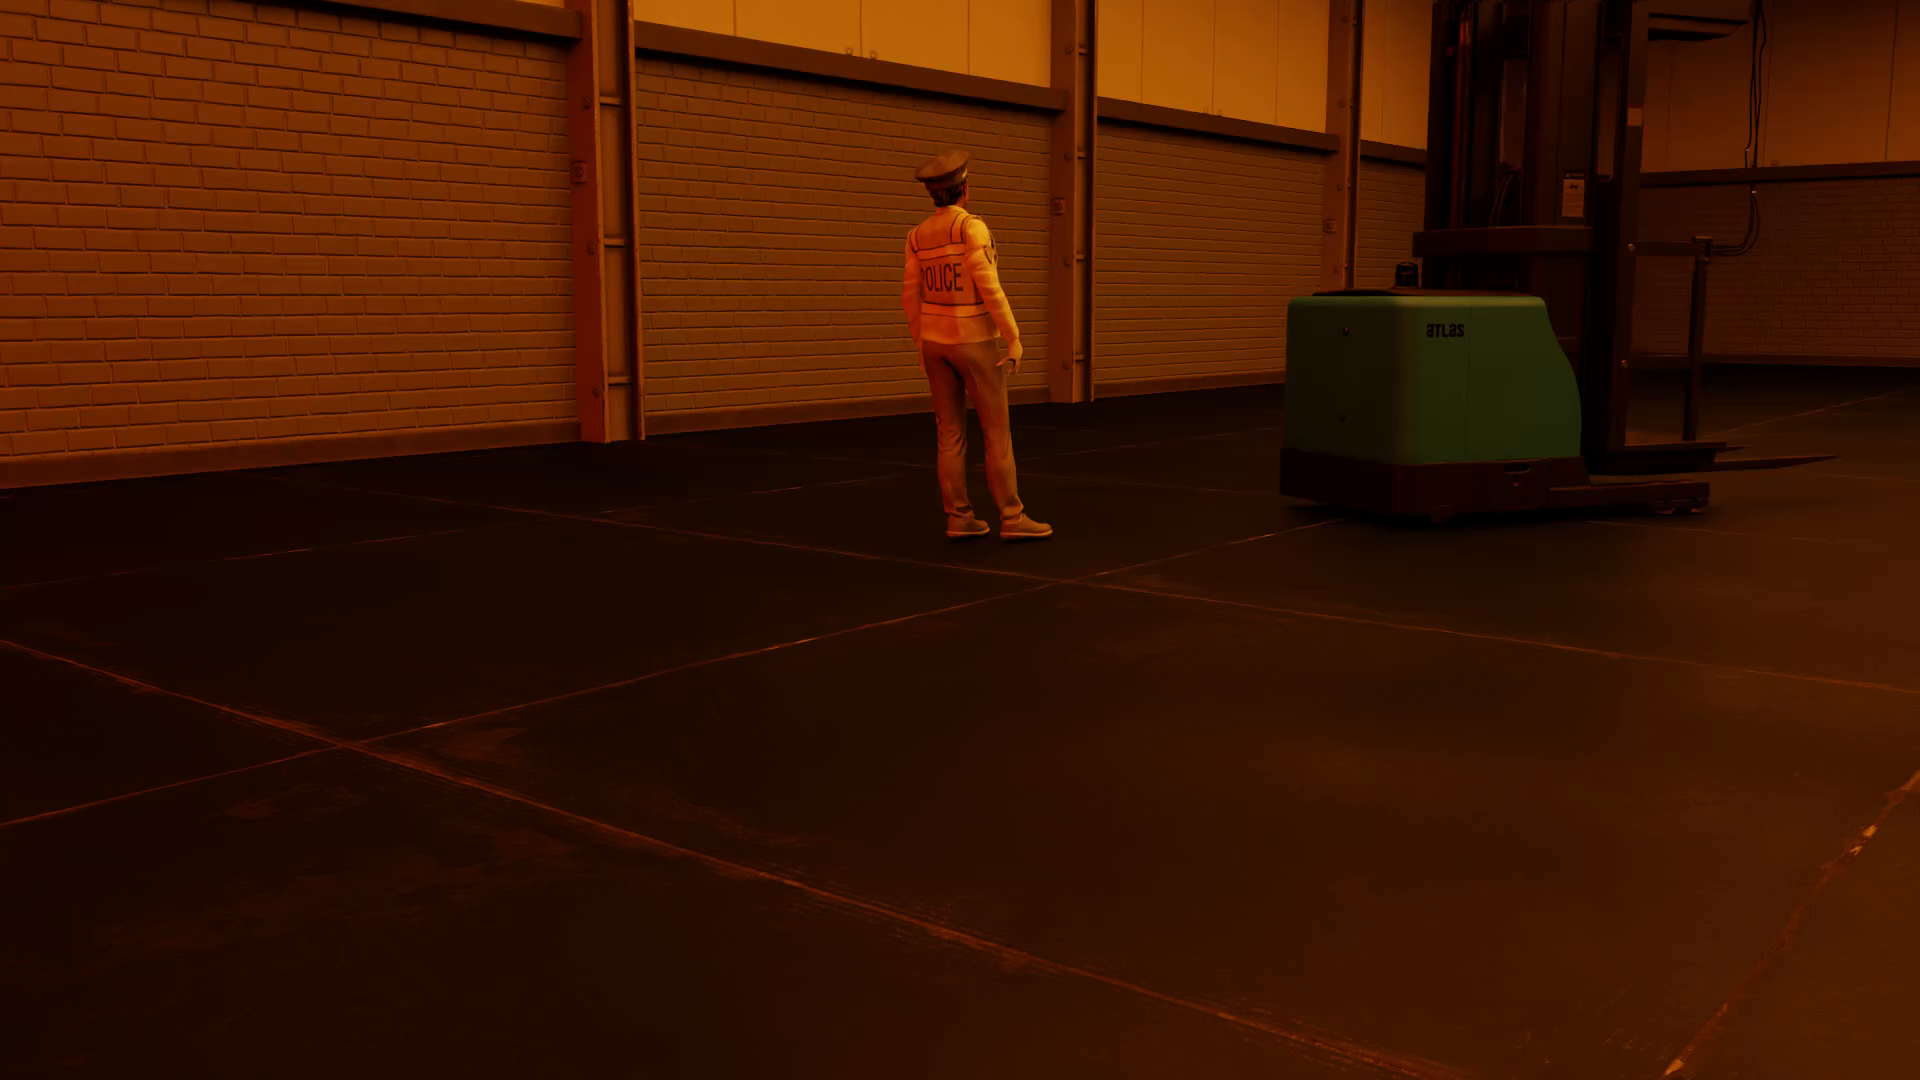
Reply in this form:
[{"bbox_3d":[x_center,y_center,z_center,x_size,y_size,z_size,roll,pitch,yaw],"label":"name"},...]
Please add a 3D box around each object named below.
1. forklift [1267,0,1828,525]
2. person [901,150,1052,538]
[{"bbox_3d":[3.135,-1.635,8.457,3.031,2.935,1.130,-4,9,-23],"label":"forklift"},{"bbox_3d":[0.049,-0.853,7.330,0.586,1.694,0.530,7,11,38],"label":"person"}]
